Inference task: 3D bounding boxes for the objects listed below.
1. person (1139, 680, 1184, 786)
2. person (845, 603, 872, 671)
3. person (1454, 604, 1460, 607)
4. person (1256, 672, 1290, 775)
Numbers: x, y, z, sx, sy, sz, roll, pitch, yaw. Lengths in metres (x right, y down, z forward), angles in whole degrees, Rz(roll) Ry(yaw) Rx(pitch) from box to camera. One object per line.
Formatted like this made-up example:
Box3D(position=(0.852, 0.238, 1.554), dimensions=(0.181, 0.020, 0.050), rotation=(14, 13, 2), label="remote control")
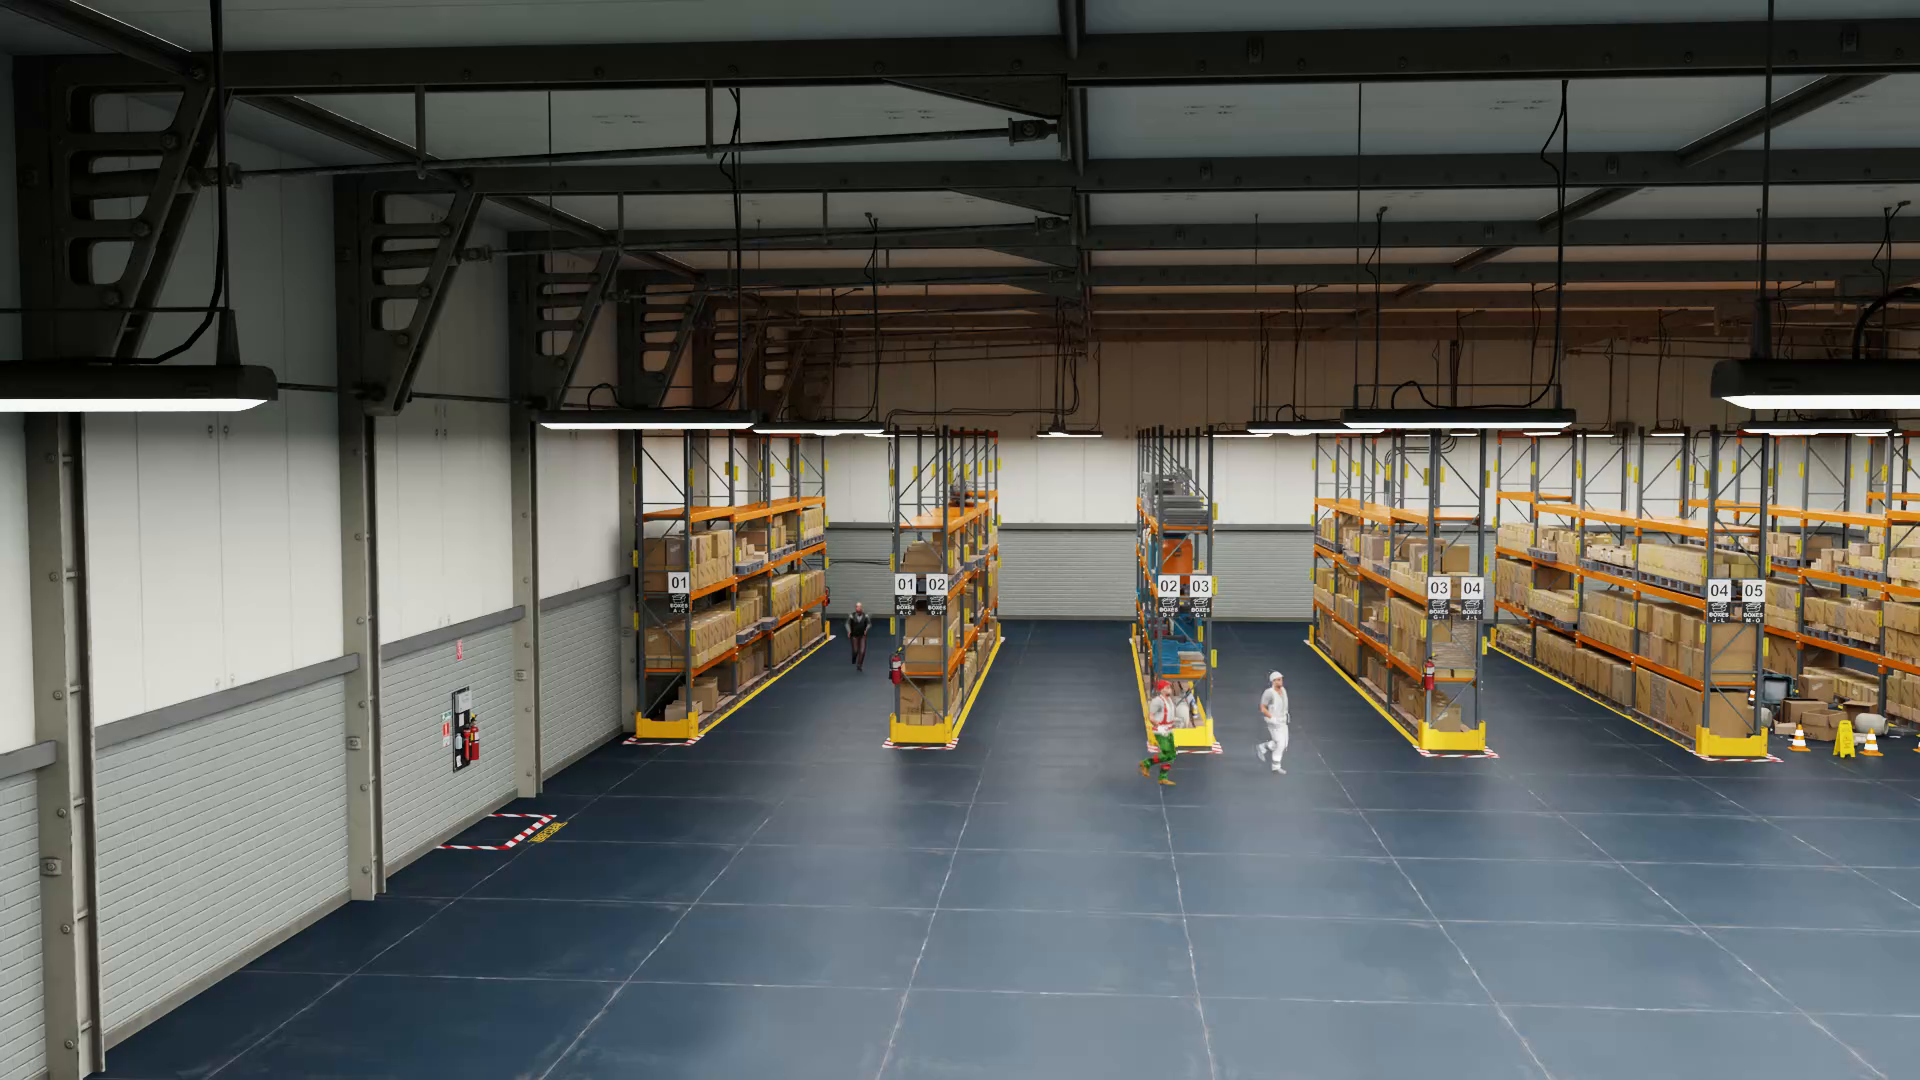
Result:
Box3D(position=(3.360, 3.191, 27.668), dimensions=(0.647, 1.755, 0.650), rotation=(2, 4, 32), label="person")
Box3D(position=(-2.510, 2.404, 41.291), dimensions=(0.657, 1.672, 0.582), rotation=(-1, 3, -9), label="person")
Box3D(position=(13.603, 2.140, 46.624), dimensions=(0.569, 1.619, 0.592), rotation=(-2, 4, -29), label="person")
Box3D(position=(5.369, 3.130, 28.615), dimensions=(0.665, 1.763, 0.665), rotation=(-3, 5, -42), label="person")
